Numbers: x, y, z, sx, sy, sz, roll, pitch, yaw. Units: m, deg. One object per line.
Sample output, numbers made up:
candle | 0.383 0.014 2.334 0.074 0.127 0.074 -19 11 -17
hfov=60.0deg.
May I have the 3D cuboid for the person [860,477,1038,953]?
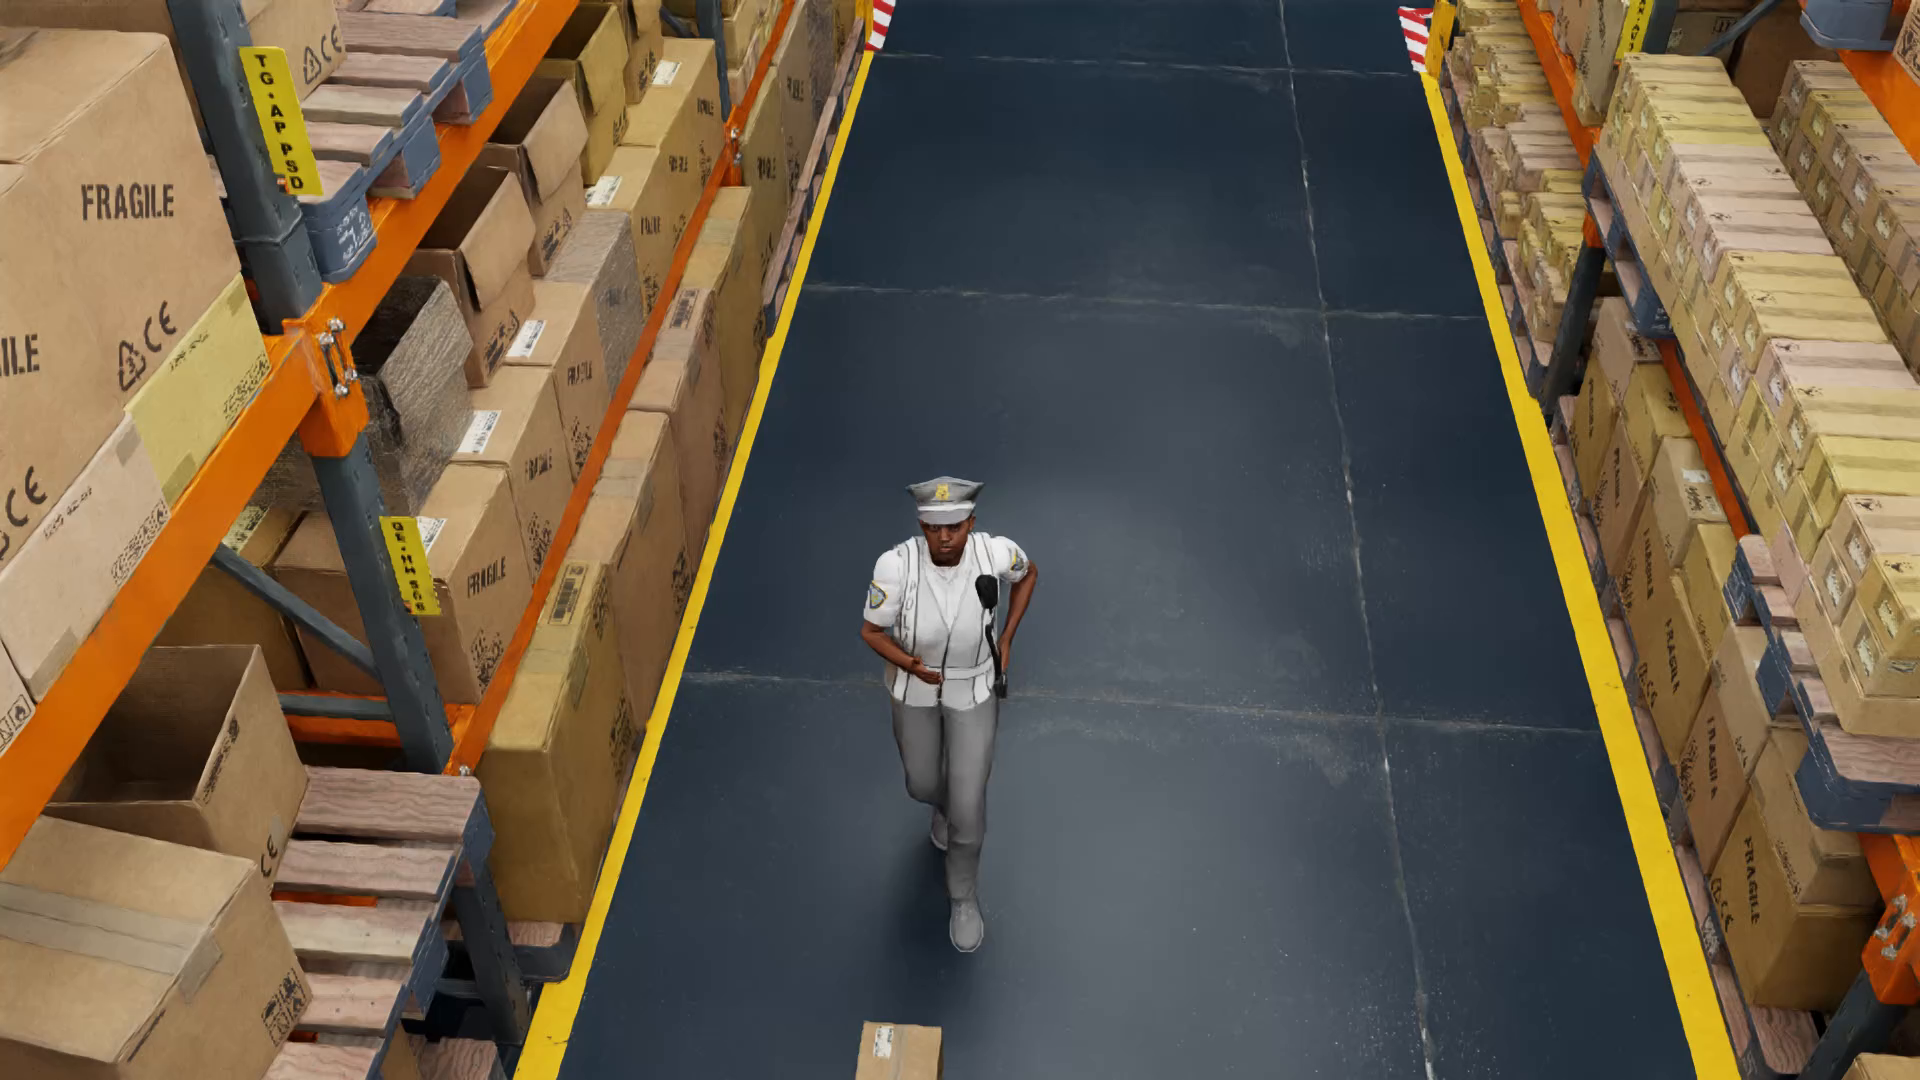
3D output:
person | -0.053 0.543 5.508 0.548 1.698 0.749 4 40 5
